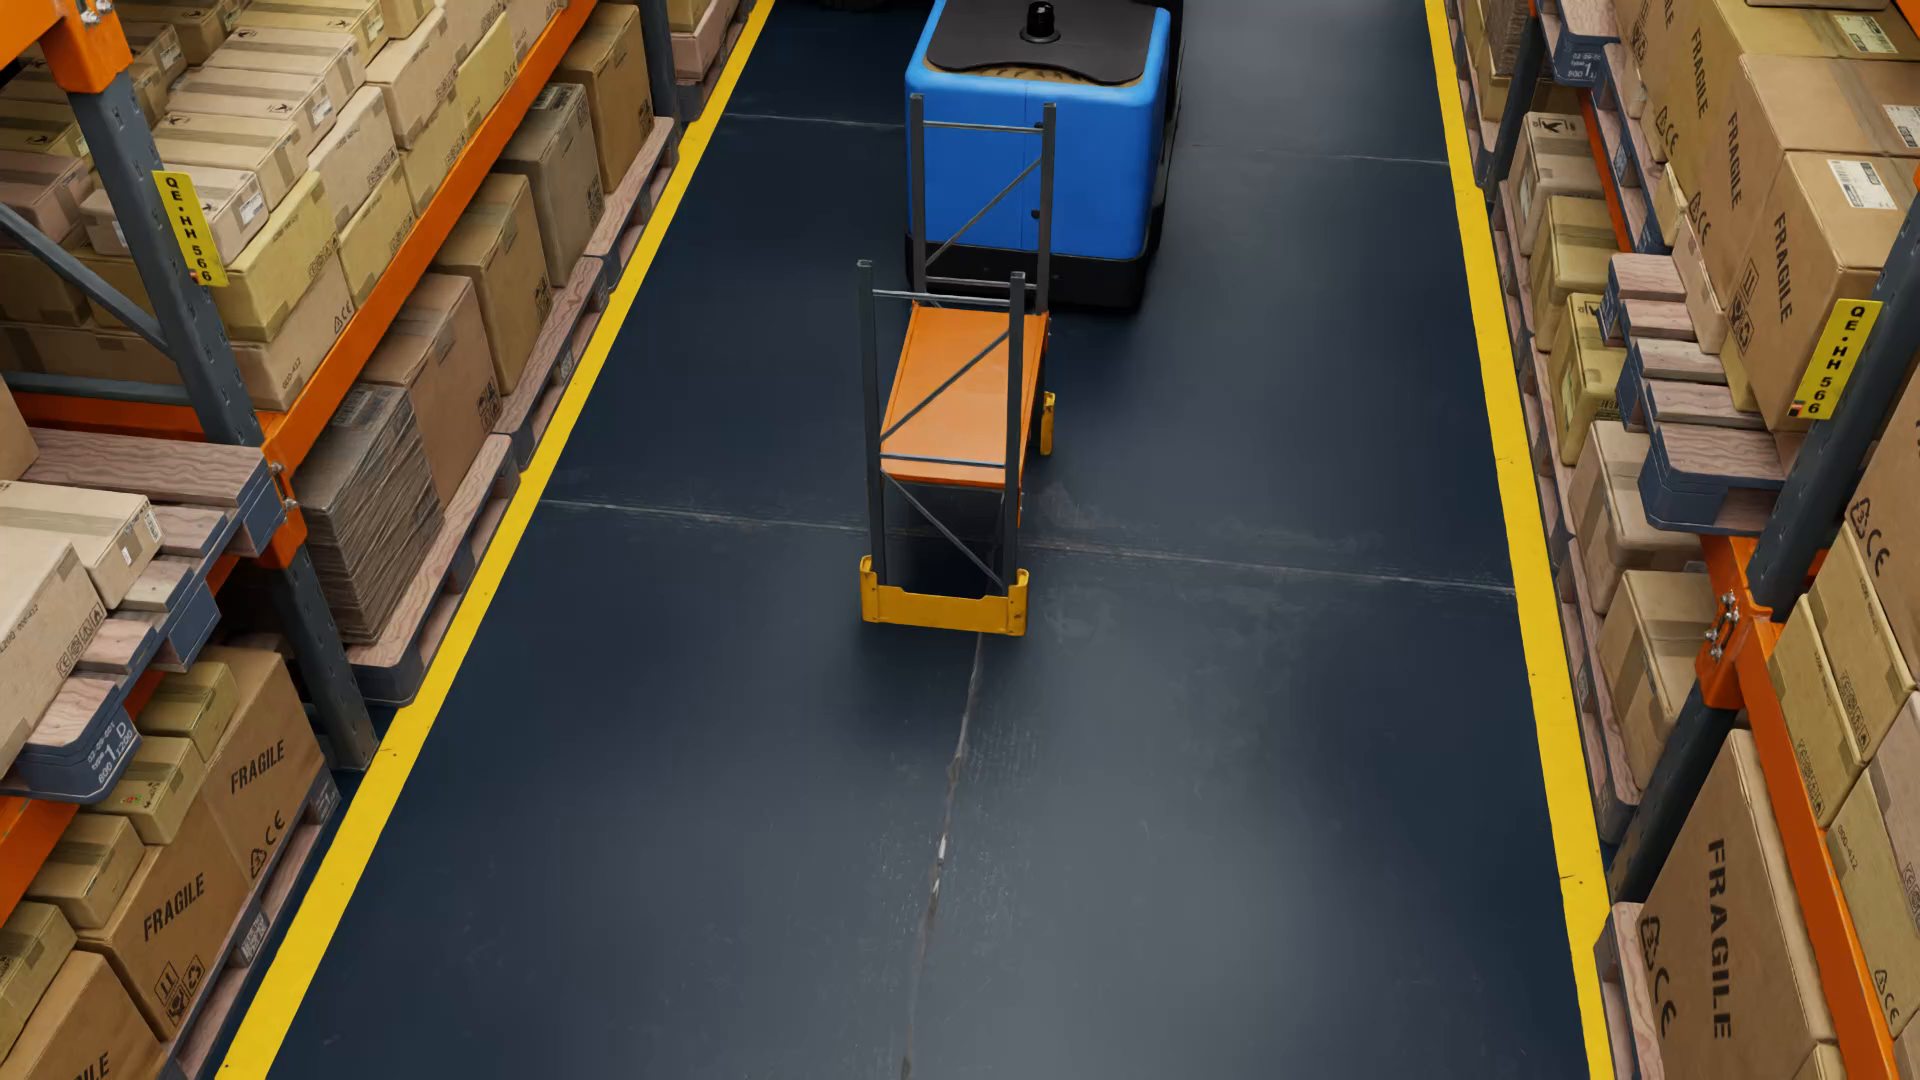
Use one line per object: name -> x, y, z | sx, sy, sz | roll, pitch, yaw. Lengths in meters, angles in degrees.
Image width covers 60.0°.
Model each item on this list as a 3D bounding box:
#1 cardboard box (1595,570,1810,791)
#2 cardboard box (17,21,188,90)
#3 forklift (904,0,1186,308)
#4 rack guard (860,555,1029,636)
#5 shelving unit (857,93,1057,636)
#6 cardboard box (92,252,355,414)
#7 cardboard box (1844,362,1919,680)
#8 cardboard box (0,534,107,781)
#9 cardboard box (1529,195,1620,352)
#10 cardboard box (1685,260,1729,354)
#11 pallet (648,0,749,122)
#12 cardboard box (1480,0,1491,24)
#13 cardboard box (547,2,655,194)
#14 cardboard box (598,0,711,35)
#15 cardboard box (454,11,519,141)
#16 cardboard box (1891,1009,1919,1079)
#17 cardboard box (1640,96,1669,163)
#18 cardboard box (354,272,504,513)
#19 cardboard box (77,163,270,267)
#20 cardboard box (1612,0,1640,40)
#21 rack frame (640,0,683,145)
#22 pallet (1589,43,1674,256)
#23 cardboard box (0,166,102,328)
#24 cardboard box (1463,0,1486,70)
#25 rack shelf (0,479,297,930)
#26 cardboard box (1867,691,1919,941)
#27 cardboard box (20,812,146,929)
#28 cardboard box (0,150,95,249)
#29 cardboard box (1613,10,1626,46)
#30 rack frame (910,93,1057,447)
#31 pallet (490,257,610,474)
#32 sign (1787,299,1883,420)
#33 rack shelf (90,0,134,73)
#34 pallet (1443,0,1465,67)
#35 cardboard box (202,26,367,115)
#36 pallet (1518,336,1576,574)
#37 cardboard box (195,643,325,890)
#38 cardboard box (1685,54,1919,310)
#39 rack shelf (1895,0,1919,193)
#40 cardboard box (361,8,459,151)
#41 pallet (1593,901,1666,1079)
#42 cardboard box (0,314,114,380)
cardboard box -> 2.574, 0.453, 5.195 | 0.950, 0.372, 0.625 | 3, 43, 3
cardboard box -> -2.607, -1.458, 5.063 | 0.380, 0.149, 0.250 | 4, 44, 5
forklift -> 0.525, -3.095, 7.387 | 1.130, 2.935, 3.031 | 7, 44, 7
rack guard -> -0.056, 0.197, 5.860 | 0.587, 0.250, 0.087 | 5, 44, 6
shelving unit -> 0.010, -0.597, 5.789 | 0.587, 1.500, 1.083 | 5, 44, 6
cardboard box -> -2.131, -0.639, 4.852 | 0.500, 0.250, 0.500 | 5, 44, 6
cardboard box -> 2.182, -0.050, 3.321 | 0.500, 0.500, 0.500 | 4, 44, 4
cardboard box -> -2.250, 0.238, 3.621 | 0.500, 0.250, 0.500 | 3, 44, 4
cardboard box -> 2.859, -1.041, 6.773 | 0.950, 0.372, 0.625 | 8, 44, 8
cardboard box -> 2.252, -0.635, 4.617 | 0.380, 0.149, 0.250 | 5, 44, 5
pallet -> -1.756, -2.665, 8.910 | 1.003, 0.211, 1.213 | 5, 44, 6
cardboard box -> 2.896, -2.891, 8.271 | 0.500, 0.500, 0.500 | 6, 44, 6
cardboard box -> -1.960, -2.072, 7.679 | 0.875, 0.625, 0.625 | 7, 44, 7
cardboard box -> -1.533, -2.776, 8.331 | 0.500, 0.250, 0.500 | 5, 44, 5
cardboard box -> -1.928, -1.686, 5.958 | 0.500, 0.250, 0.500 | 7, 44, 7
cardboard box -> 2.050, 1.110, 3.006 | 0.500, 0.250, 0.500 | 7, 44, 7
cardboard box -> 2.426, -1.333, 5.354 | 0.380, 0.149, 0.250 | 4, 44, 4
cardboard box -> -2.257, -0.573, 6.095 | 0.875, 0.625, 0.625 | 7, 44, 7
cardboard box -> -2.097, -0.875, 4.448 | 0.380, 0.149, 0.250 | 6, 44, 7
cardboard box -> 2.527, -2.016, 5.603 | 0.500, 0.500, 0.500 | 5, 44, 5
rack frame -> -1.903, -3.139, 7.383 | 1.000, 3.000, 0.127 | 5, 44, 6
pallet -> 2.710, -1.247, 5.525 | 1.003, 0.211, 1.213 | 5, 44, 6
cardboard box -> -2.648, -0.871, 4.734 | 0.500, 0.250, 0.500 | 6, 44, 6
cardboard box -> 2.890, -2.635, 8.546 | 0.500, 0.250, 0.500 | 4, 44, 4
rack shelf -> -2.696, 1.211, 3.312 | 1.077, 0.370, 4.000 | 5, 44, 6
cardboard box -> 2.108, 0.584, 3.197 | 0.500, 0.250, 0.500 | 6, 44, 7
cardboard box -> -2.330, 0.831, 4.232 | 0.380, 0.149, 0.250 | 4, 44, 4
cardboard box -> -2.589, -0.925, 4.500 | 0.380, 0.149, 0.250 | 7, 44, 7
cardboard box -> 2.553, -1.863, 5.913 | 0.380, 0.149, 0.250 | 6, 44, 6
rack frame -> 0.078, -0.949, 6.162 | 0.500, 1.500, 0.032 | 5, 44, 6
pallet -> -2.120, -0.787, 6.927 | 1.003, 0.211, 1.213 | 5, 44, 6
sign -> 1.950, -0.399, 3.705 | 0.100, 0.325, 0.005 | 5, 44, 6
rack shelf -> -2.167, -2.604, 5.160 | 1.077, 0.370, 4.000 | 5, 44, 6
pallet -> 3.231, -2.972, 9.236 | 1.003, 0.211, 1.213 | 5, 44, 6
cardboard box -> -2.033, -1.414, 5.017 | 0.380, 0.149, 0.250 | 6, 44, 6
pallet -> 2.758, -0.313, 6.427 | 1.003, 0.211, 1.213 | 5, 44, 6
cardboard box -> -2.274, 0.650, 4.894 | 0.500, 0.500, 0.500 | 6, 44, 7
cardboard box -> 2.331, -0.949, 4.476 | 0.500, 0.500, 0.500 | 5, 44, 5
rack shelf -> 2.754, -2.155, 4.686 | 1.077, 0.370, 4.000 | 5, 44, 6
cardboard box -> -1.976, -1.516, 5.415 | 0.500, 0.250, 0.500 | 4, 44, 4
pallet -> 2.310, 1.579, 4.429 | 1.003, 0.211, 1.213 | 5, 44, 6
cardboard box -> -2.626, -0.688, 4.904 | 0.500, 0.250, 0.500 | 4, 44, 5
